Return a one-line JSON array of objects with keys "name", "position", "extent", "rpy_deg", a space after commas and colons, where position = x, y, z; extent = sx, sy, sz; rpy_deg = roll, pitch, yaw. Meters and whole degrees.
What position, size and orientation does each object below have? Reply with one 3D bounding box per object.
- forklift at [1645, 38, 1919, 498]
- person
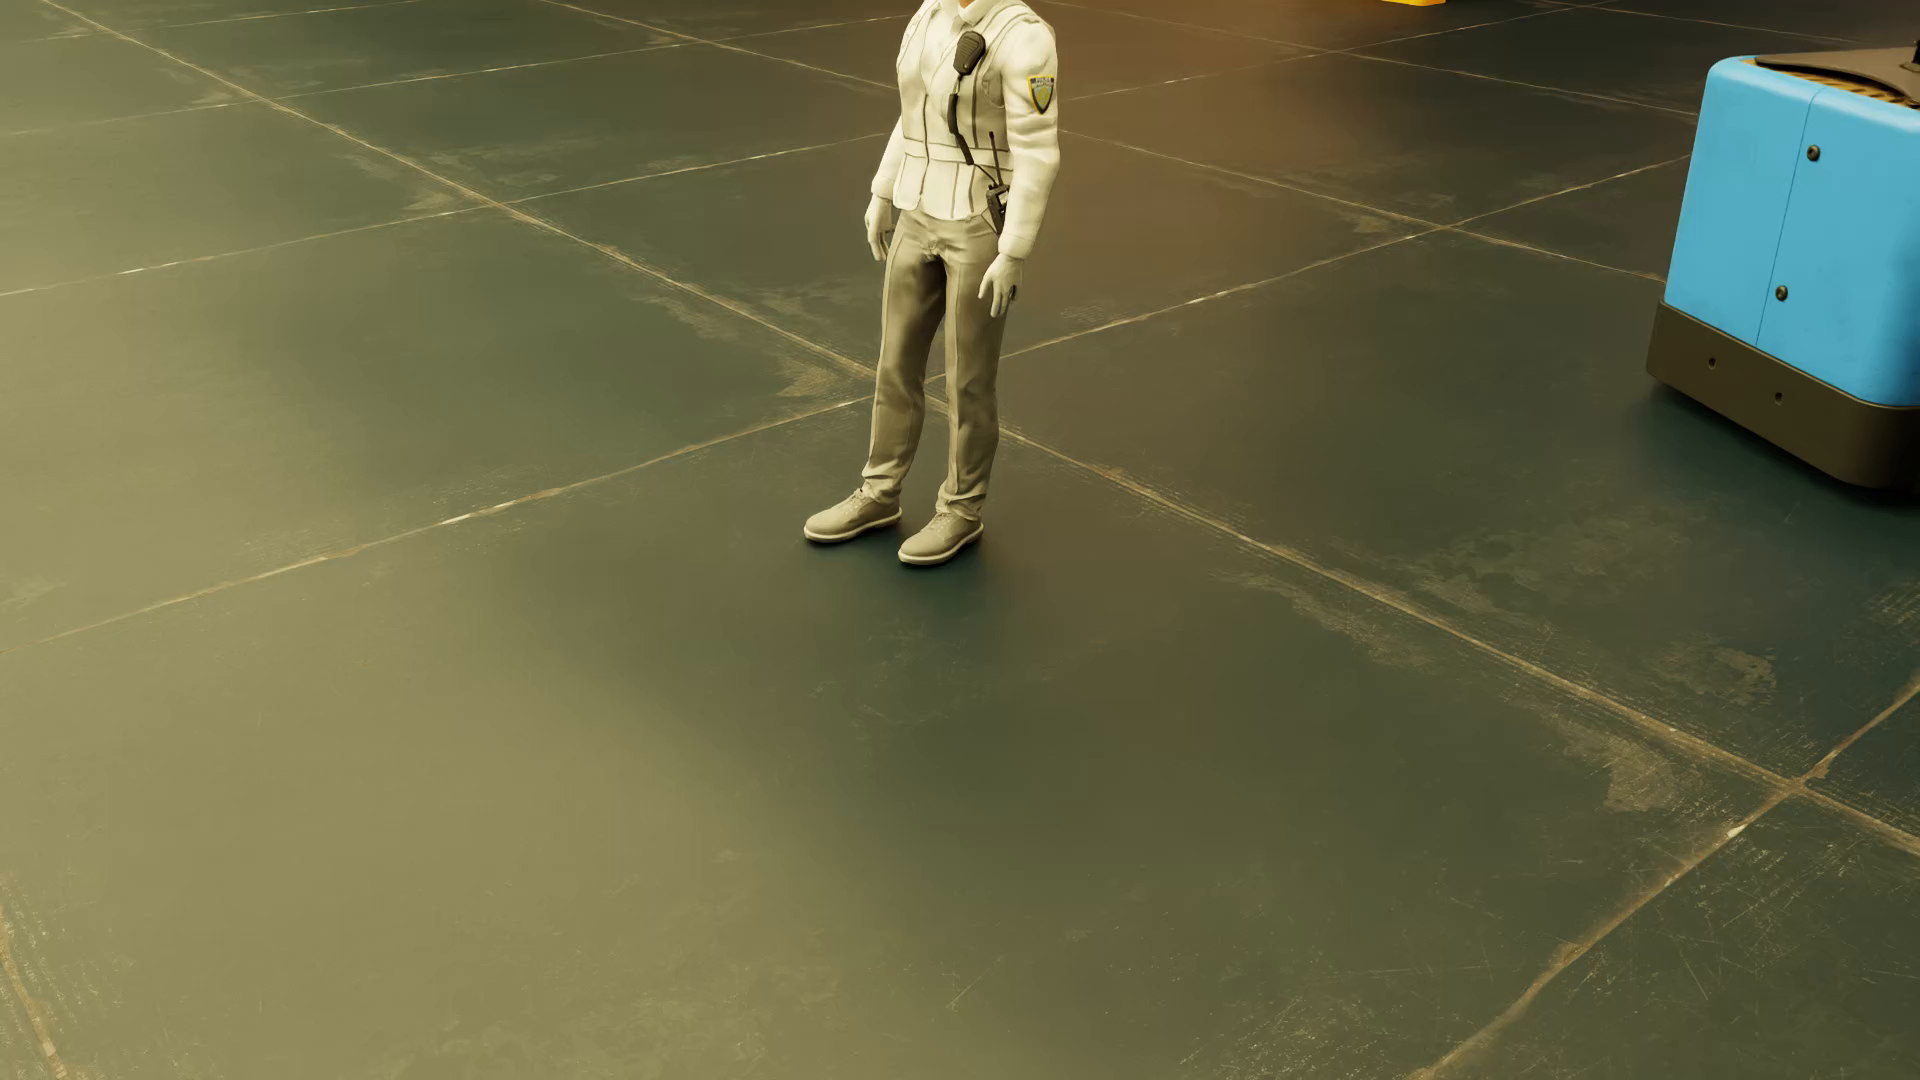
[{"name": "forklift", "position": [3.824, -1.775, 4.781], "extent": [3.031, 2.935, 1.130], "rpy_deg": [-7, 27, -13]}, {"name": "person", "position": [-0.057, -0.748, 4.087], "extent": [0.531, 1.695, 0.588], "rpy_deg": [-20, 33, -35]}]
